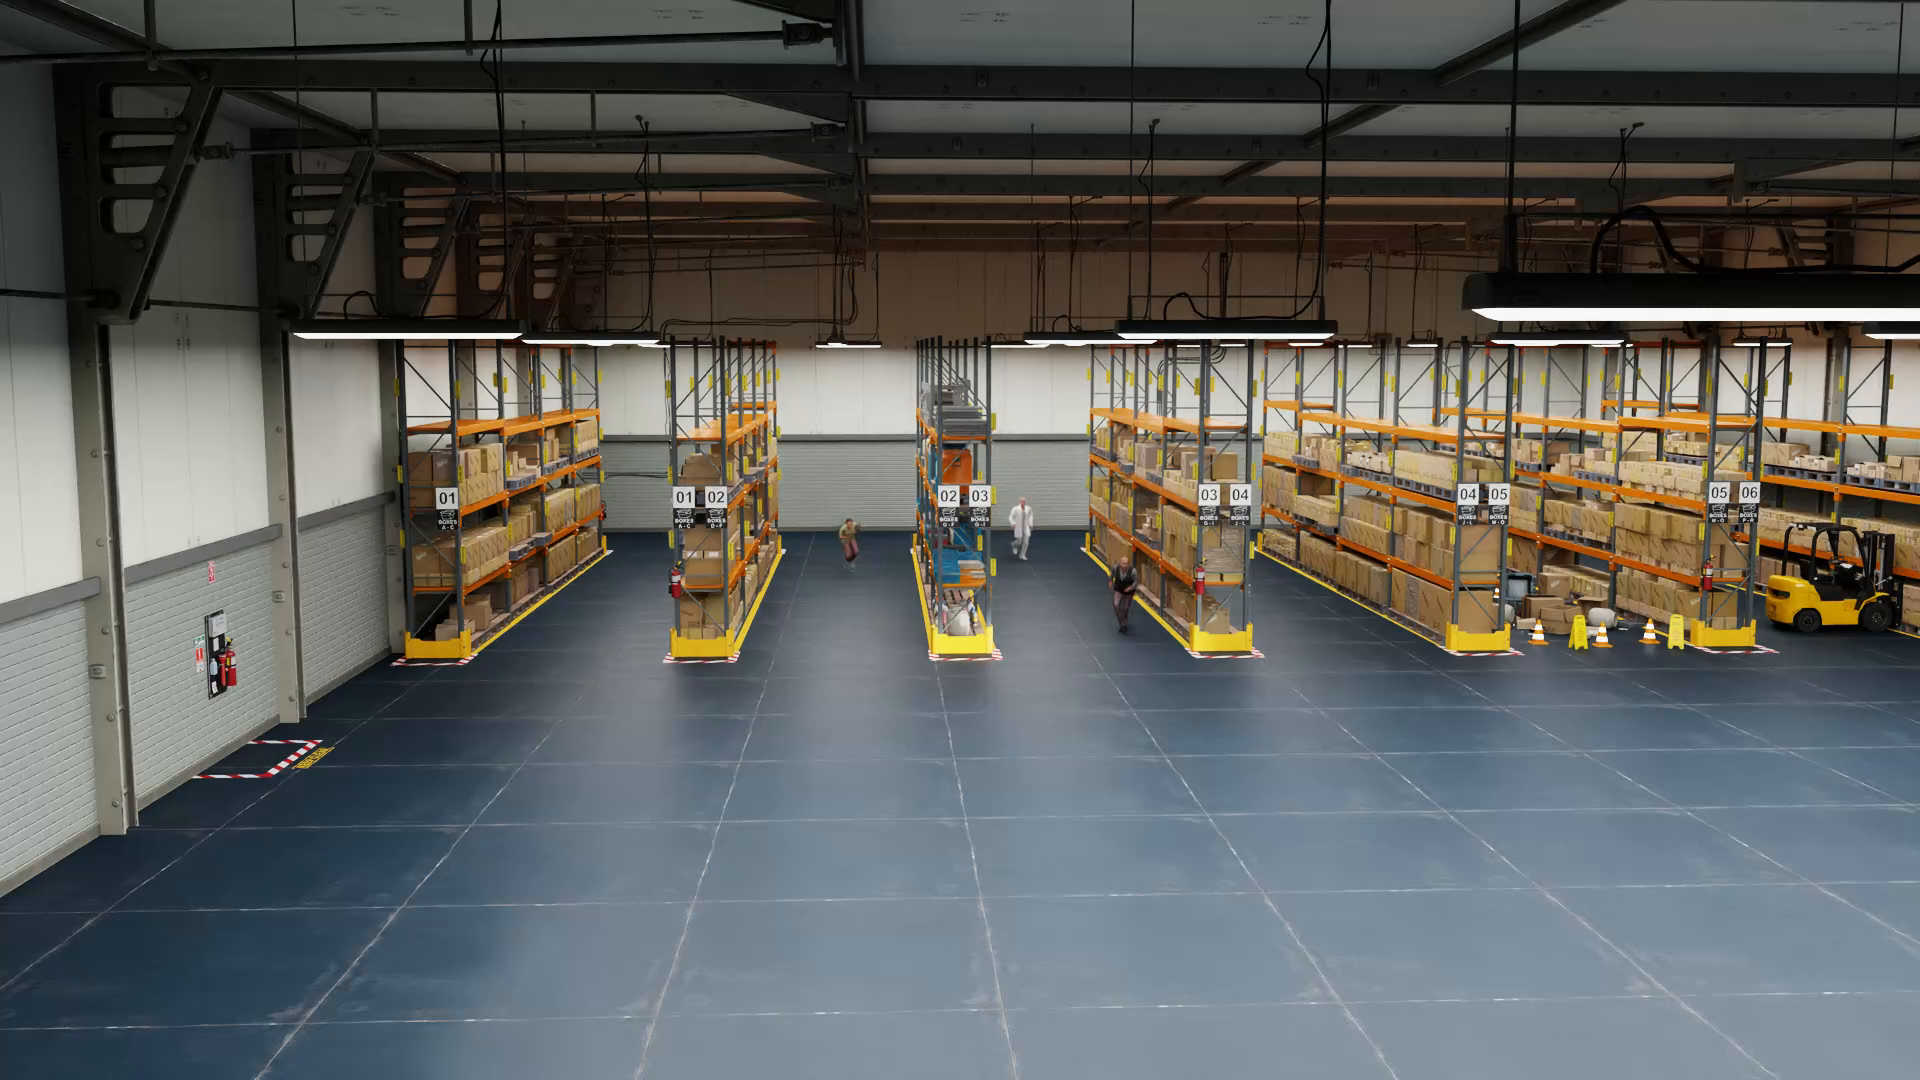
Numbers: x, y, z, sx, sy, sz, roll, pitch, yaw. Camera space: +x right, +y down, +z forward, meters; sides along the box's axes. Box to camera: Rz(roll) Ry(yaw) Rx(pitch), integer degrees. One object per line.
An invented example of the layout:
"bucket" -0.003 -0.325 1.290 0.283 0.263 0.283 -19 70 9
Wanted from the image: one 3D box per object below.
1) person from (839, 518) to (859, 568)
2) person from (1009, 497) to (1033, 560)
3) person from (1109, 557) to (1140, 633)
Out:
"person" -2.839 0.070 42.404 0.586 1.345 0.929 -2 7 -20
"person" 1.678 -0.327 45.753 0.698 1.723 0.757 -2 7 -16
"person" 3.378 1.071 34.042 0.673 1.550 1.064 1 7 12
